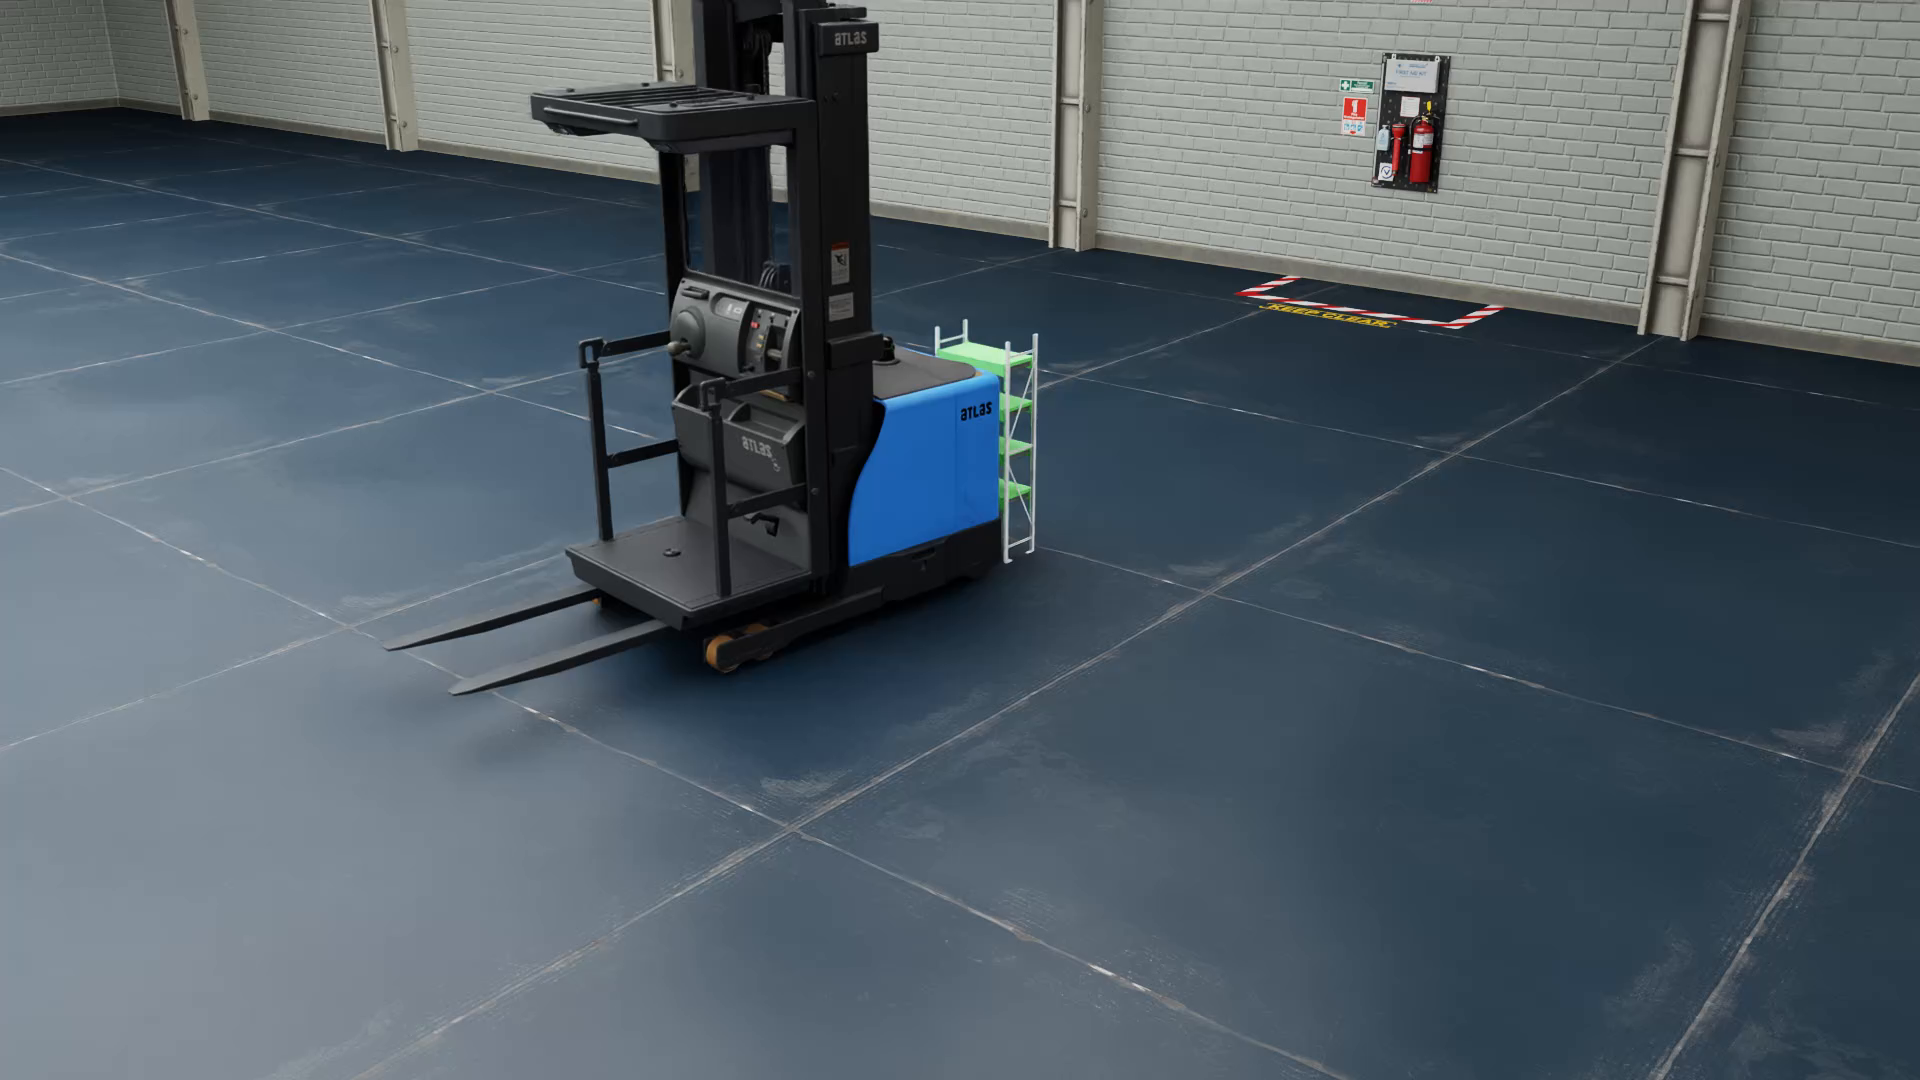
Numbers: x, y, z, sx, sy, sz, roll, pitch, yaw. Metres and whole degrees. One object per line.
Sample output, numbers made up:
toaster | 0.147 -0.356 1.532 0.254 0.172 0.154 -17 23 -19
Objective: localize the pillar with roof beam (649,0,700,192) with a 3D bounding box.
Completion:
pillar with roof beam | -6.206 -7.404 16.047 0.400 9.000 9.100 16 26 36

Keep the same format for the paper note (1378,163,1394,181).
paper note | 3.829 -3.304 14.927 0.142 0.148 0.016 16 26 36

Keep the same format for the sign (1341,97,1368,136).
sign | 3.559 -3.826 15.012 0.234 0.329 0.001 16 26 36

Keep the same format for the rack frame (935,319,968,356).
rack frame | -0.045 -0.586 9.023 0.015 1.200 0.240 18 27 39

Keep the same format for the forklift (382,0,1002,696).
forklift | -1.205 -0.975 7.600 3.031 2.935 1.130 -18 27 -40

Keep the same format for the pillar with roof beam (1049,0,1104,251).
pillar with roof beam | -1.558 -6.065 12.498 0.400 9.000 9.100 16 26 36

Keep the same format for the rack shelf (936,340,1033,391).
rack shelf | 0.136 -0.918 8.723 0.480 0.148 0.258 18 27 39

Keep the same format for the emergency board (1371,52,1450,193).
emergency board | 3.922 -3.658 14.617 0.643 1.169 0.194 16 26 36

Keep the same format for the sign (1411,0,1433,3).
sign | 3.979 -4.772 14.285 0.199 0.298 0.001 16 26 36

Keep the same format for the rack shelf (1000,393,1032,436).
rack shelf | 0.136 -0.693 8.807 0.480 0.148 0.258 18 27 39

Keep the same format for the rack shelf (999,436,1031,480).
rack shelf | 0.136 -0.469 8.892 0.480 0.148 0.258 18 27 39

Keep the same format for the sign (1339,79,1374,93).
sign | 3.557 -4.071 14.910 0.331 0.109 0.001 16 26 36

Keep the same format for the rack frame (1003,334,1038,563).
rack frame | 0.316 -0.471 8.716 0.015 1.200 0.240 18 27 39

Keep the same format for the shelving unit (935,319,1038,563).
shelving unit | 0.136 -0.529 8.869 0.503 1.200 0.258 18 27 39

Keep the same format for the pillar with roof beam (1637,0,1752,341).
pillar with roof beam | 3.090 -4.726 8.948 0.400 9.000 9.100 16 26 36

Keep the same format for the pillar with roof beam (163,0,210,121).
pillar with roof beam | -15.503 -10.081 23.147 0.400 9.000 9.100 16 26 36

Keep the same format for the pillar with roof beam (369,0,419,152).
pillar with roof beam | -10.855 -8.742 19.597 0.400 9.000 9.100 16 26 36

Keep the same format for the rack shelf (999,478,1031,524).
rack shelf | 0.136 -0.244 8.977 0.480 0.148 0.258 18 27 39
